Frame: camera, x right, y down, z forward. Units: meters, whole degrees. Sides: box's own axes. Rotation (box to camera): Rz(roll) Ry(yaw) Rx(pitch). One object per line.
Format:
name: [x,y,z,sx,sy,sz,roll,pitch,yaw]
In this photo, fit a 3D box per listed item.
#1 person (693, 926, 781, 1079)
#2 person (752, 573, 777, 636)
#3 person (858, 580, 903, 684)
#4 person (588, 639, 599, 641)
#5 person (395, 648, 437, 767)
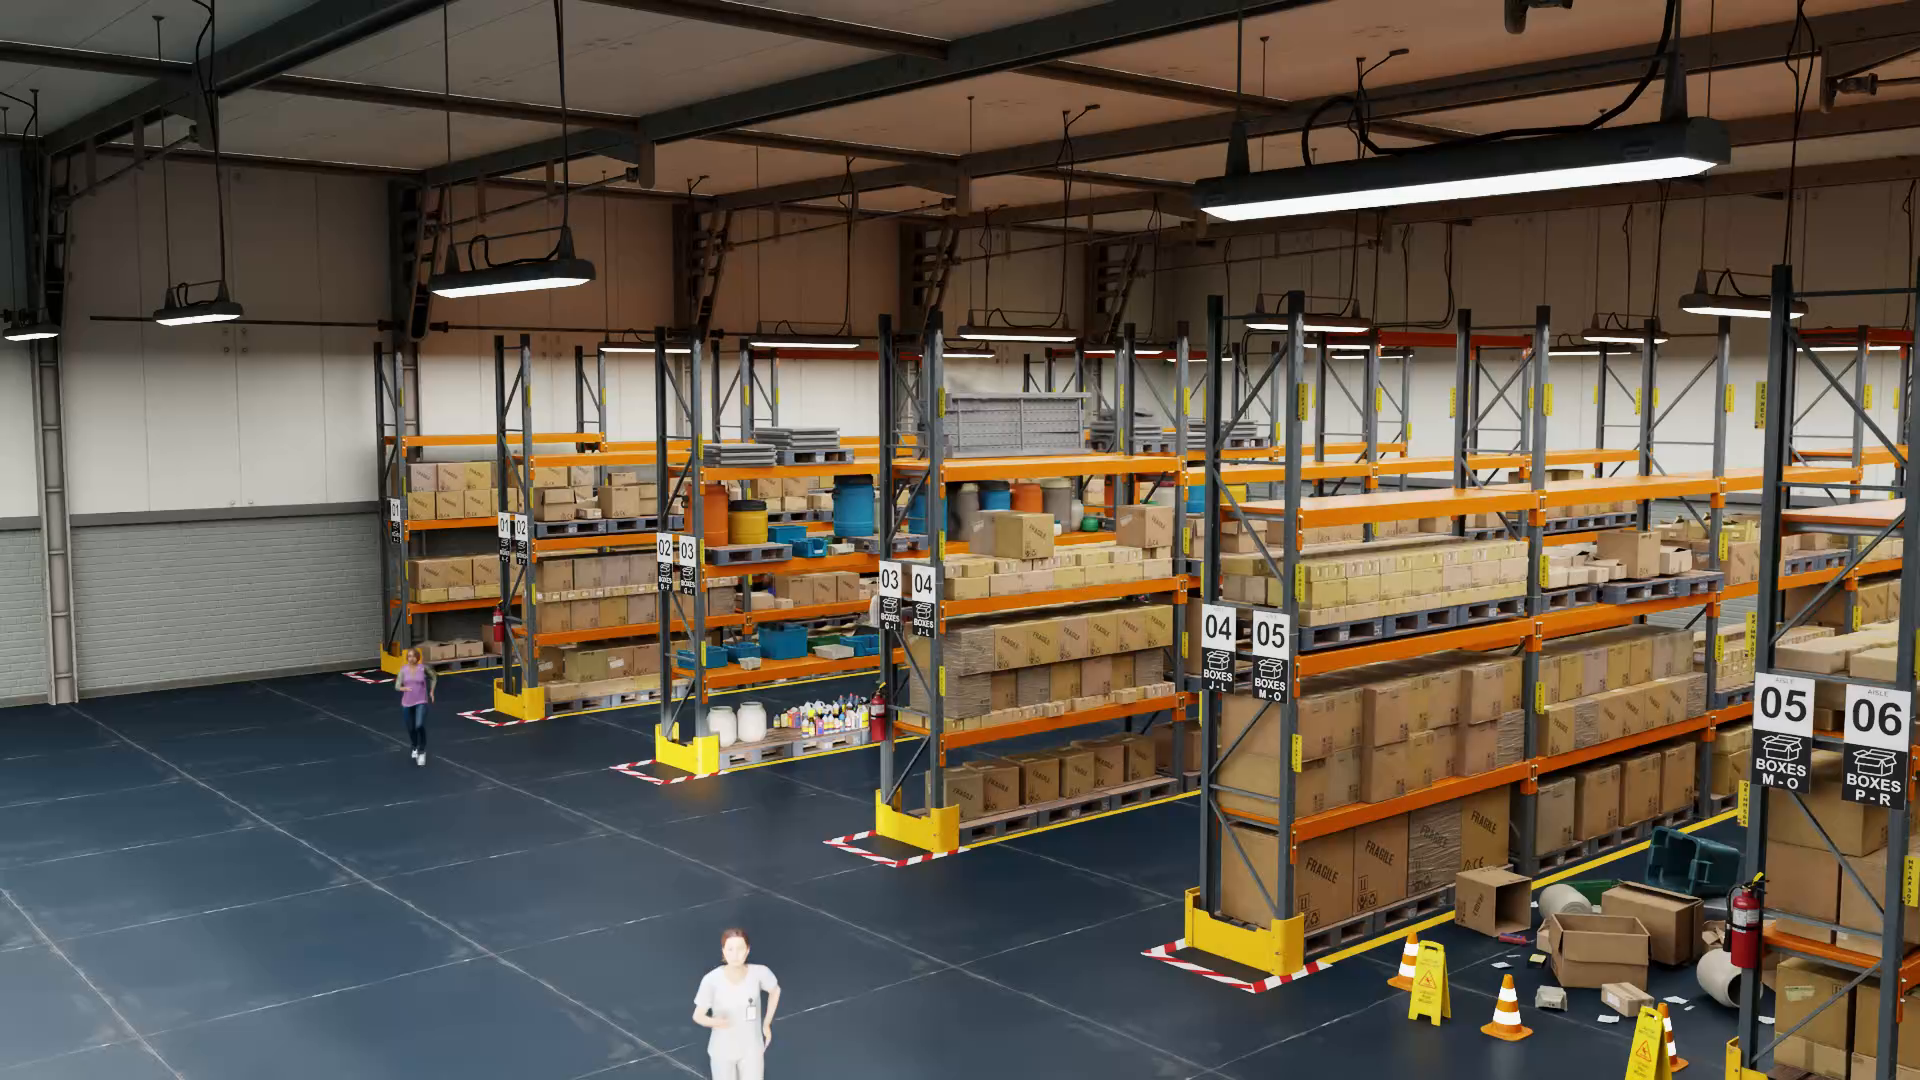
person: [-1.437,3.337,10.730,0.559,1.701,0.831,-1,5,-6]
person: [-3.685,1.463,31.673,0.545,1.669,0.697,5,7,44]
person: [-1.337,1.521,27.346,0.583,1.782,0.656,-5,7,-45]
person: [-6.361,1.696,28.895,0.602,1.679,0.886,5,7,45]
person: [-7.479,2.291,22.842,0.507,1.634,0.693,-1,5,-7]
